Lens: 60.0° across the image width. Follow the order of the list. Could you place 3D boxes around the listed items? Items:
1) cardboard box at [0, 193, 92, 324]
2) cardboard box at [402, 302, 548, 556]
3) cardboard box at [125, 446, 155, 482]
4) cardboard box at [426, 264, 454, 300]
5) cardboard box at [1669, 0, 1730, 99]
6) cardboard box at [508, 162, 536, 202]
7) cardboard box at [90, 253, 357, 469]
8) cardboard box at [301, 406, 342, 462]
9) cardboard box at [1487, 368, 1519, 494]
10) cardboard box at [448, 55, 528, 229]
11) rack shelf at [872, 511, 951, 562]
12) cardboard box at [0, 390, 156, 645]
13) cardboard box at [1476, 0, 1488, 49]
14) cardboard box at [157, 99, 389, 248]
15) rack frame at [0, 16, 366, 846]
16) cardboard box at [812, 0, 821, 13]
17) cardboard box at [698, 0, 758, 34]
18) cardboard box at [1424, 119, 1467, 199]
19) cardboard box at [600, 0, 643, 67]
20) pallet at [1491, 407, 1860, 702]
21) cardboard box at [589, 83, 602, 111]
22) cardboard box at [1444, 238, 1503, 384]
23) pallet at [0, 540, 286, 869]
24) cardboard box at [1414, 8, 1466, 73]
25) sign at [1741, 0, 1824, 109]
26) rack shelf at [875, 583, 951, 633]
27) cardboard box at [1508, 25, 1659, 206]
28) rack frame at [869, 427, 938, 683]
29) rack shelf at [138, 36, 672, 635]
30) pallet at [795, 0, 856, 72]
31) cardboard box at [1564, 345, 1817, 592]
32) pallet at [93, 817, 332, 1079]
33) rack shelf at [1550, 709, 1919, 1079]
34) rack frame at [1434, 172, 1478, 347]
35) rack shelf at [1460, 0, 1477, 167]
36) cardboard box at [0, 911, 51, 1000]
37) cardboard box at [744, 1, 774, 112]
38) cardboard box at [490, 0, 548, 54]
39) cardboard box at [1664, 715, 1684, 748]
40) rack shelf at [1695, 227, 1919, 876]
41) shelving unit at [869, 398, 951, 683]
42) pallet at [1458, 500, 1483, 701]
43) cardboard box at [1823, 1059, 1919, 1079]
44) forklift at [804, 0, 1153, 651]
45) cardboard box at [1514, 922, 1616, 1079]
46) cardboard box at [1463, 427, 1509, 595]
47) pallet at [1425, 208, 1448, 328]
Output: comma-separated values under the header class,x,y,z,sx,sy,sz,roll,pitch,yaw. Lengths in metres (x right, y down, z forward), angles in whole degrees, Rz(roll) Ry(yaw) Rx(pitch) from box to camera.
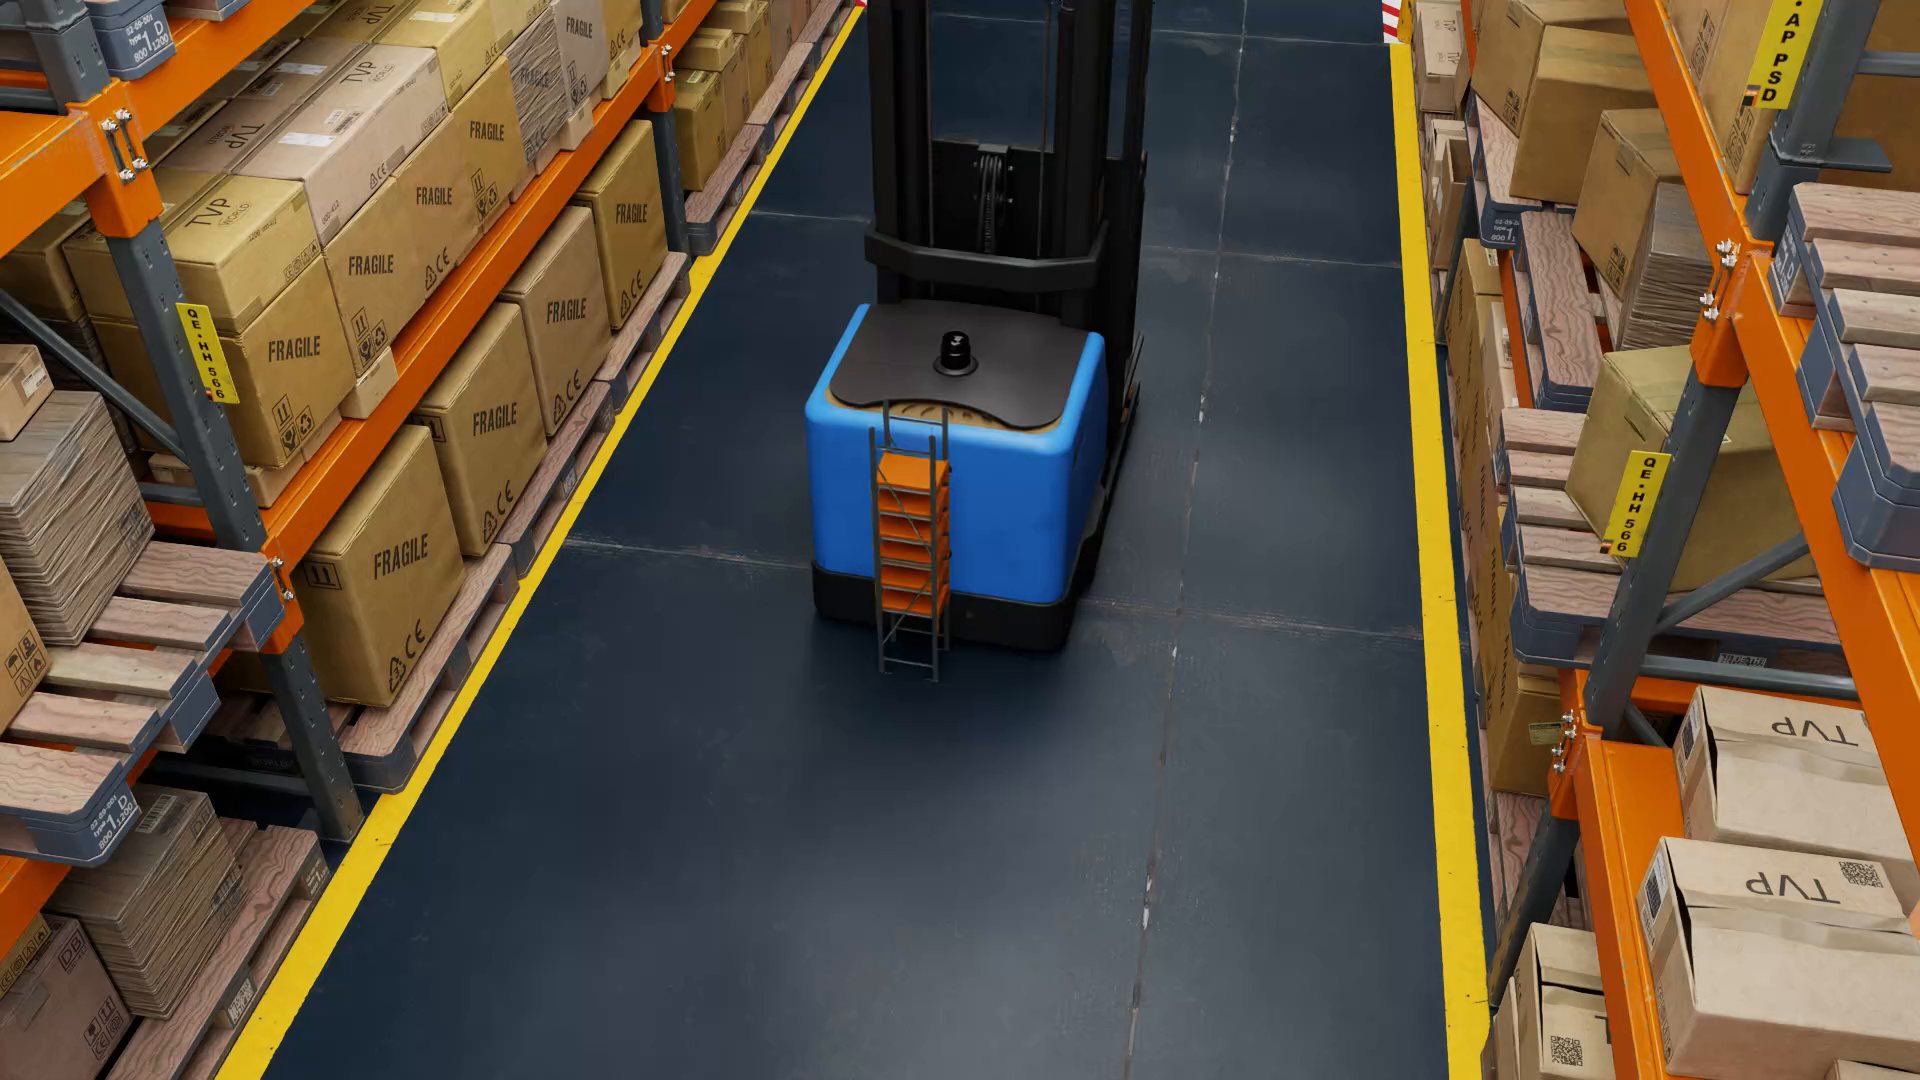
class,x,y,z,sx,sy,sz,roll,pitch,yaw
cardboard box,-2.833,-0.924,5.097,0.500,0.250,0.500,7,40,9
cardboard box,-2.241,-0.490,6.846,0.750,0.750,0.750,6,40,7
cardboard box,-2.852,-0.304,5.445,0.380,0.149,0.250,7,40,8
cardboard box,-2.175,-1.063,6.363,0.380,0.149,0.250,7,40,8
cardboard box,2.355,-1.409,4.168,0.910,0.500,0.500,6,40,8
cardboard box,-2.006,-1.546,6.947,0.380,0.149,0.250,5,40,6
cardboard box,-2.320,-0.598,5.292,0.500,0.500,0.500,8,40,9
cardboard box,-2.318,-0.410,5.573,0.380,0.149,0.250,7,40,8
cardboard box,2.333,-0.403,6.412,0.500,0.250,0.500,6,40,7
cardboard box,-2.050,-1.565,6.461,0.500,0.500,0.500,7,40,9
rack shelf,-0.182,-0.032,6.229,0.258,0.103,0.180,9,40,10
cardboard box,-2.727,-0.073,4.560,0.700,0.500,0.500,2,40,2
cardboard box,2.750,-2.508,7.851,0.500,0.500,0.500,7,40,8
cardboard box,-2.231,-1.205,5.437,0.500,0.250,0.500,6,40,7
rack frame,-2.656,-0.161,5.090,1.000,3.000,0.127,6,40,8
cardboard box,-1.294,-3.930,11.281,0.700,0.500,0.500,6,40,8
cardboard box,-1.404,-3.100,9.768,0.380,0.149,0.250,5,40,6
cardboard box,2.865,-2.120,9.225,0.500,0.311,0.500,6,40,8
cardboard box,-1.795,-2.514,7.610,0.500,0.500,0.500,6,40,7
pallet,2.272,0.024,5.018,1.213,0.211,1.003,6,40,8
cardboard box,-1.853,-2.020,7.521,0.380,0.149,0.250,8,40,9
cardboard box,2.592,-1.057,7.790,0.500,0.500,0.500,5,40,6
pallet,-2.674,0.372,4.596,1.213,0.211,1.003,6,40,8
cardboard box,3.148,-3.124,10.487,0.500,0.250,0.500,6,40,8
sign,1.690,-1.033,3.386,0.100,0.325,0.005,6,40,8
rack shelf,-0.182,0.245,6.458,0.258,0.103,0.180,9,40,10
cardboard box,2.557,-1.616,6.443,0.700,0.500,0.500,12,41,15
rack frame,-0.203,0.083,6.208,0.240,1.200,0.006,9,40,10
rack shelf,-2.310,-1.139,6.838,1.077,0.370,4.000,6,40,8
pallet,-1.333,-3.596,11.434,1.003,0.211,1.213,6,40,8
cardboard box,2.222,-0.225,4.760,0.700,0.500,0.500,-6,40,-7
pallet,-2.792,1.404,5.386,1.003,0.211,1.213,6,40,8
rack shelf,1.878,1.916,3.144,1.077,0.370,4.000,6,40,8
rack frame,2.916,-2.127,7.469,1.000,3.000,0.127,6,40,8
rack shelf,3.262,-3.105,9.216,1.077,0.370,4.000,6,40,8
cardboard box,-2.889,1.152,4.530,0.500,0.250,0.500,7,40,9
cardboard box,-1.552,-2.964,10.114,0.700,0.500,0.500,7,40,9
cardboard box,-1.979,-2.160,6.592,0.500,0.250,0.500,7,40,9
cardboard box,2.669,0.594,5.794,0.500,0.500,0.500,5,40,6
rack shelf,1.878,0.760,2.188,1.077,0.370,4.000,6,40,8
shelving unit,-0.182,0.026,6.277,0.258,1.200,0.189,9,40,10
pallet,2.604,0.230,6.806,1.003,0.211,1.213,6,40,8
cardboard box,2.059,1.287,3.537,0.380,0.149,0.250,9,40,11
forklift,0.240,-1.635,6.927,1.130,2.935,3.031,9,40,10
cardboard box,1.844,1.361,4.638,0.500,0.311,0.500,8,40,9
cardboard box,2.329,-0.091,6.622,0.500,0.500,0.500,5,40,6
pallet,3.036,-1.483,8.879,1.003,0.211,1.213,6,40,8
